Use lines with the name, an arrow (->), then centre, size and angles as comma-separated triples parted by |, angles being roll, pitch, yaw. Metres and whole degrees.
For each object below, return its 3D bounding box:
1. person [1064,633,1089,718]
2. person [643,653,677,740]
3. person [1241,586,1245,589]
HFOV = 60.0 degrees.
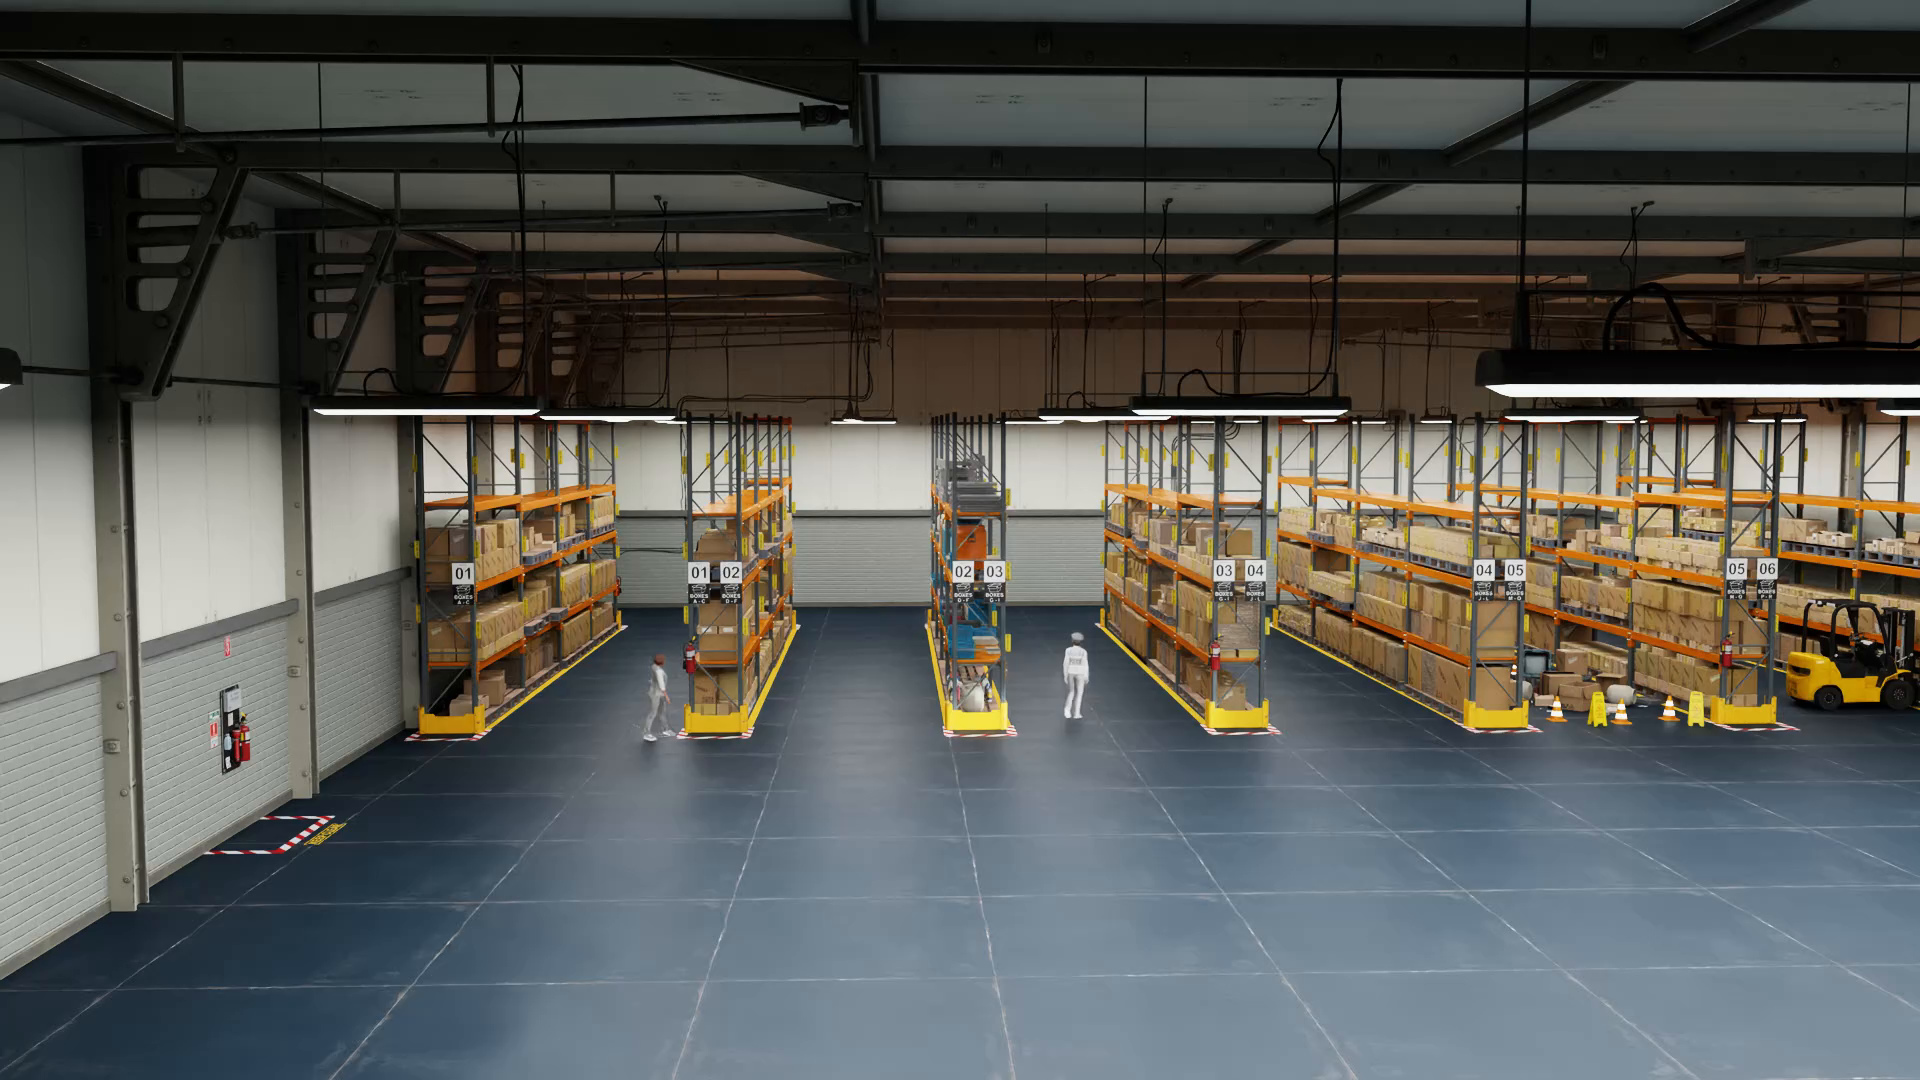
person -> 2.267, 2.654, 32.485 | 0.484, 1.686, 0.452 | 2, 5, 32
person -> -5.509, 2.853, 30.491 | 0.631, 1.588, 0.572 | -1, 4, -12
person -> 8.071, 1.669, 46.539 | 0.404, 1.775, 0.571 | -1, 4, -12
